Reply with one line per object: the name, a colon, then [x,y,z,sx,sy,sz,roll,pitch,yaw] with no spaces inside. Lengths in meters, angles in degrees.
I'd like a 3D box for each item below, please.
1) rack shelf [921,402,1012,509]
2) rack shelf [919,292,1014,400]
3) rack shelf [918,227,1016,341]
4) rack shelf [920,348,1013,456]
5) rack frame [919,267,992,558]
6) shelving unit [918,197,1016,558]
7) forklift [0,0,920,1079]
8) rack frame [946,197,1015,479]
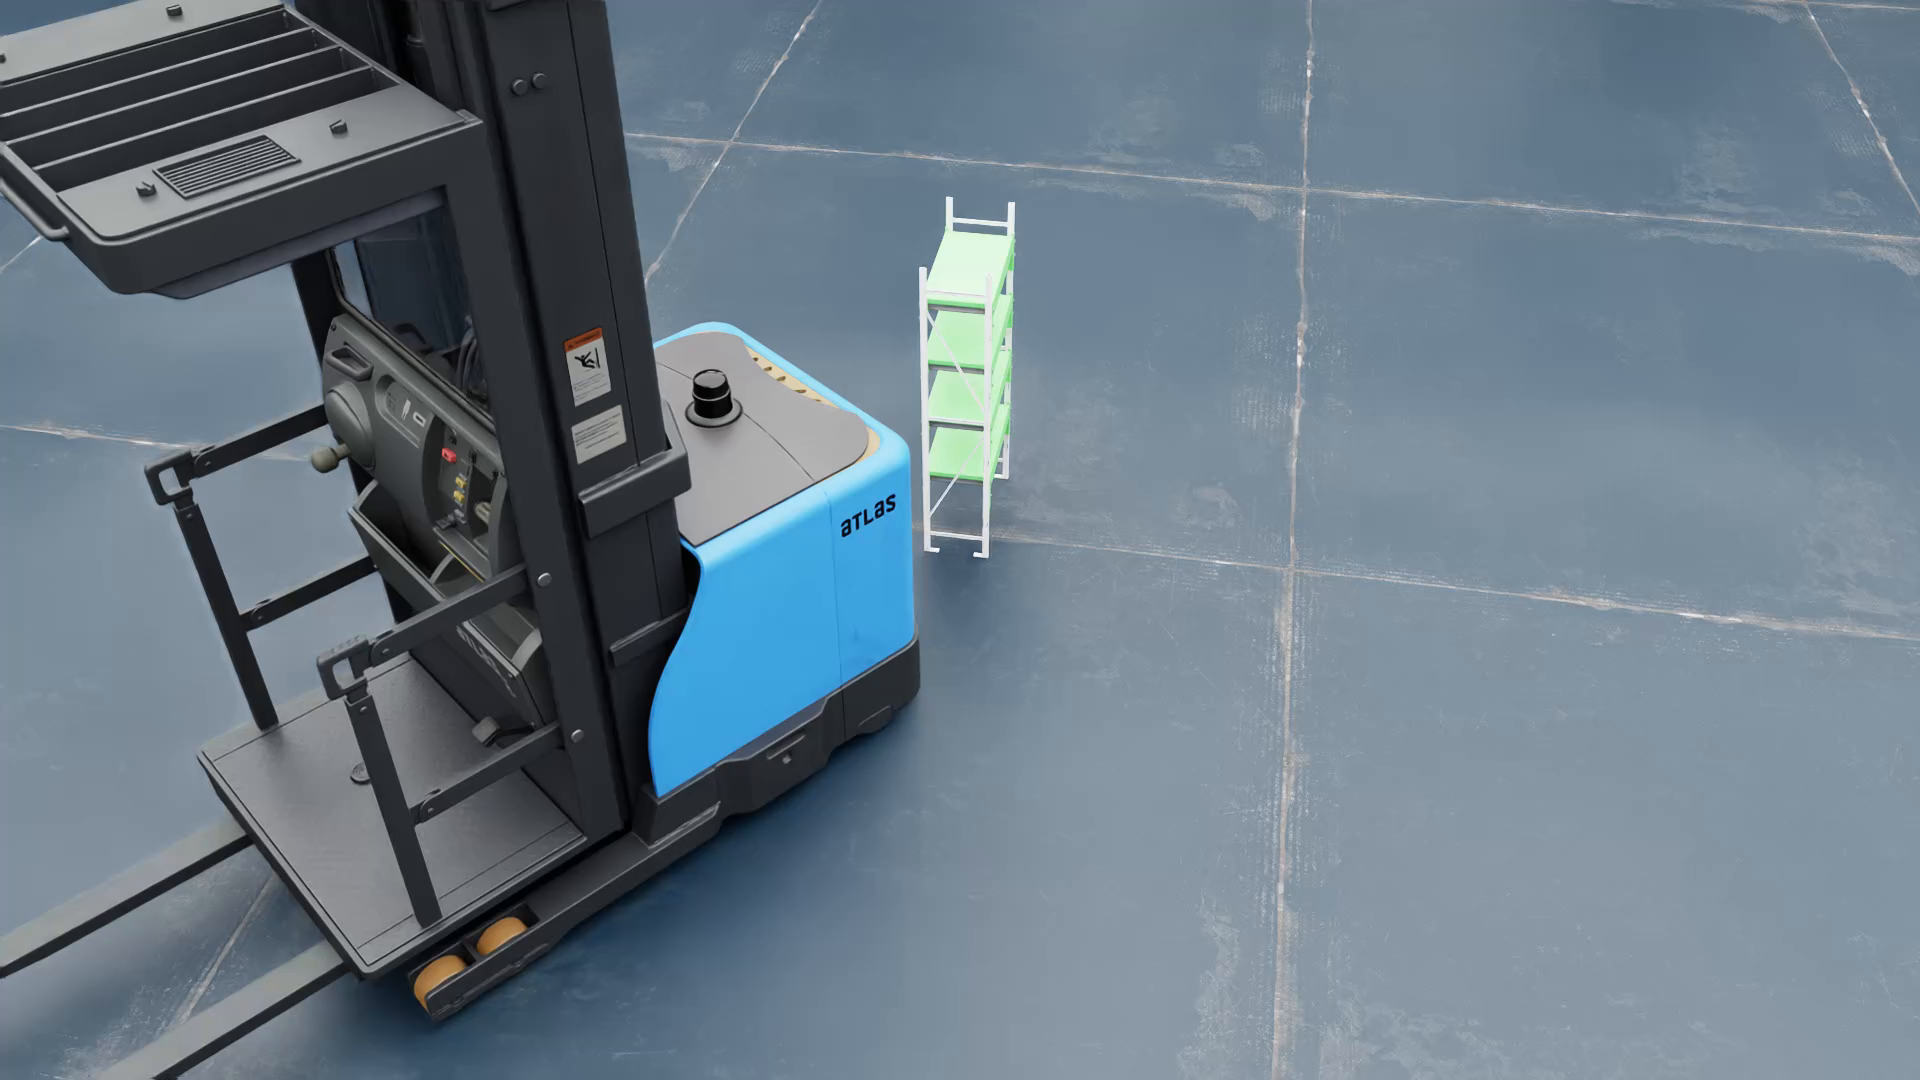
rack shelf: [0.029,-0.332,6.187,0.258,0.148,0.480,6,40,8]
rack shelf: [0.029,-0.702,5.881,0.258,0.148,0.480,6,40,8]
rack shelf: [0.029,-0.887,5.728,0.258,0.148,0.480,6,40,8]
rack shelf: [0.029,-0.517,6.034,0.258,0.148,0.480,6,40,8]
rack frame: [-0.014,-0.413,5.808,0.240,1.200,0.015,6,40,8]
shelving unit: [0.029,-0.566,5.993,0.258,1.200,0.503,6,40,8]
forklift: [-1.560,-0.181,4.169,3.031,2.935,1.130,-30,48,-31]
rack frame: [0.071,-0.719,6.179,0.240,1.200,0.015,6,40,8]
